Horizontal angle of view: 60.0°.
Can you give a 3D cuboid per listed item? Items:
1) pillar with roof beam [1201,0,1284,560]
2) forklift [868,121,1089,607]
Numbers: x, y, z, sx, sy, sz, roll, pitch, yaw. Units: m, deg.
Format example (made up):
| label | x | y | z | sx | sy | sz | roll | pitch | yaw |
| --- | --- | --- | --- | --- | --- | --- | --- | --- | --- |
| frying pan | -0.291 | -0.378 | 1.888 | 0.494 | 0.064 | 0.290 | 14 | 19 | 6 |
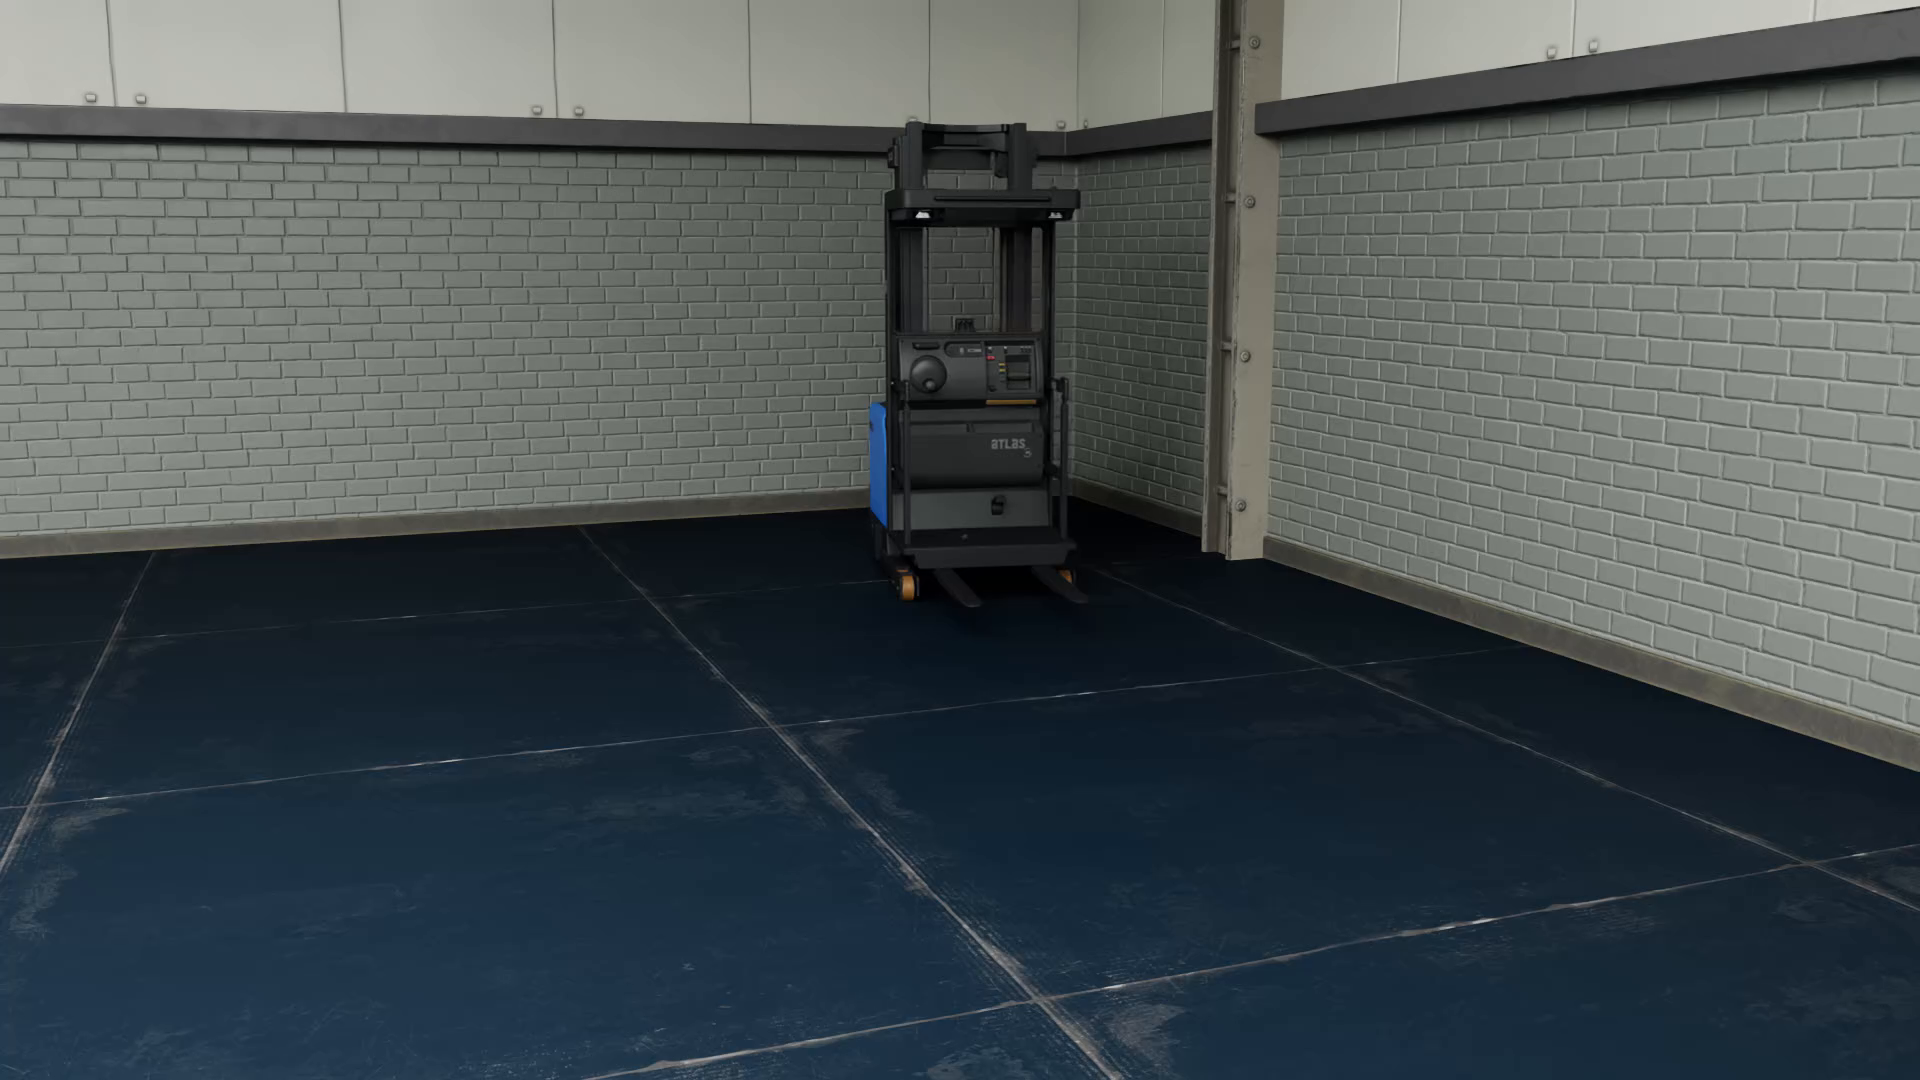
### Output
| label | x | y | z | sx | sy | sz | roll | pitch | yaw |
| --- | --- | --- | --- | --- | --- | --- | --- | --- | --- |
| pillar with roof beam | -2.061 | -4.057 | 9.532 | 9.100 | 9.000 | 0.400 | -4 | 11 | -21 |
| forklift | 0.111 | -1.132 | 10.415 | 1.130 | 2.935 | 3.031 | -2 | 10 | -10 |
